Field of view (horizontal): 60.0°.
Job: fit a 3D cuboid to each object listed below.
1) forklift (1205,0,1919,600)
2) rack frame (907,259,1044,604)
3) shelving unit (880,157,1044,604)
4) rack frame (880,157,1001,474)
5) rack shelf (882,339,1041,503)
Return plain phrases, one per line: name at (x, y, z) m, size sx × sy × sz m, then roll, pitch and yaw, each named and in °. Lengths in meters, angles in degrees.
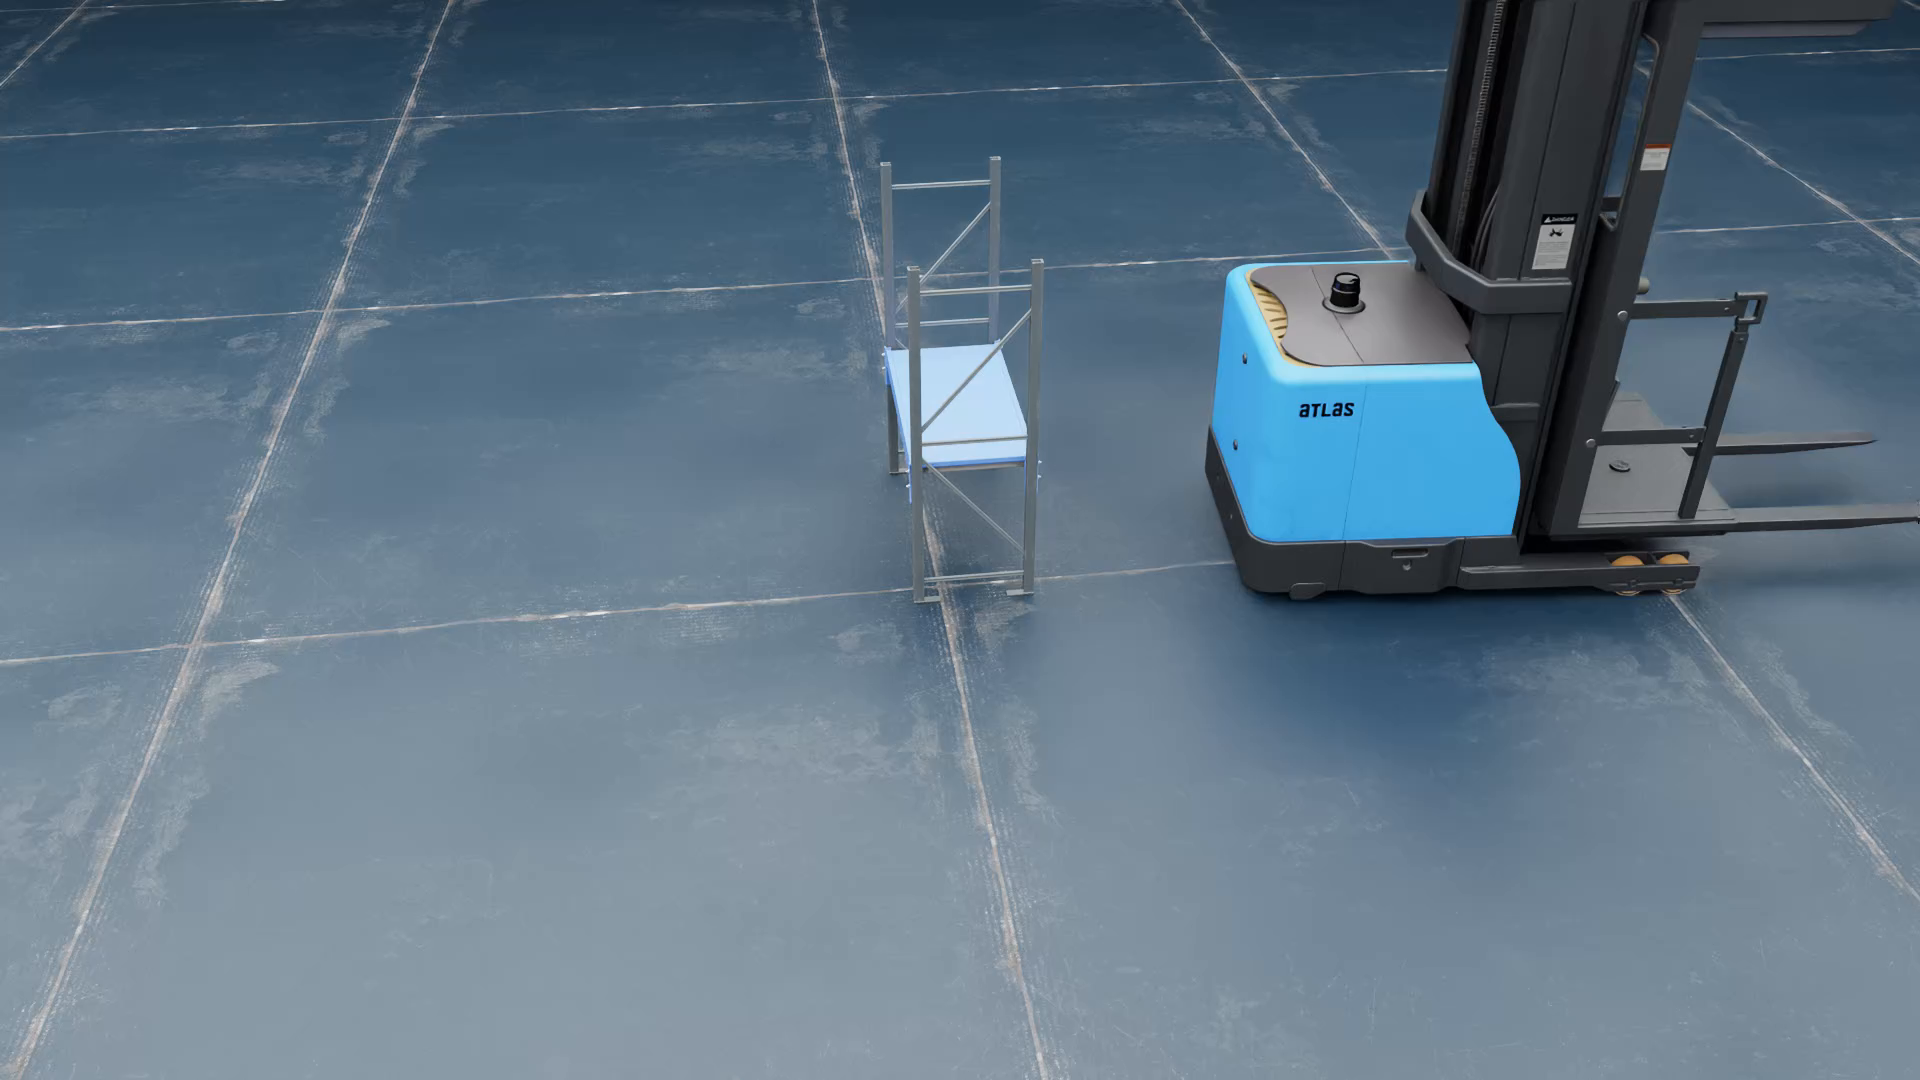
forklift at (2.653, -1.276, 6.520) m, size 3.031 × 2.935 × 1.130 m, roll -2°, pitch 34°, yaw -3°
rack frame at (0.057, -0.384, 6.481) m, size 0.500 × 1.500 × 0.032 m, roll -4°, pitch 35°, yaw -6°
shelving unit at (-0.011, -0.667, 6.897) m, size 0.538 × 1.500 × 1.048 m, roll -4°, pitch 35°, yaw -6°
rack frame at (-0.080, -0.951, 7.314) m, size 0.500 × 1.500 × 0.032 m, roll -4°, pitch 35°, yaw -6°
rack shelf at (-0.011, -0.519, 6.999) m, size 0.538 × 0.185 × 1.000 m, roll -4°, pitch 35°, yaw -6°
